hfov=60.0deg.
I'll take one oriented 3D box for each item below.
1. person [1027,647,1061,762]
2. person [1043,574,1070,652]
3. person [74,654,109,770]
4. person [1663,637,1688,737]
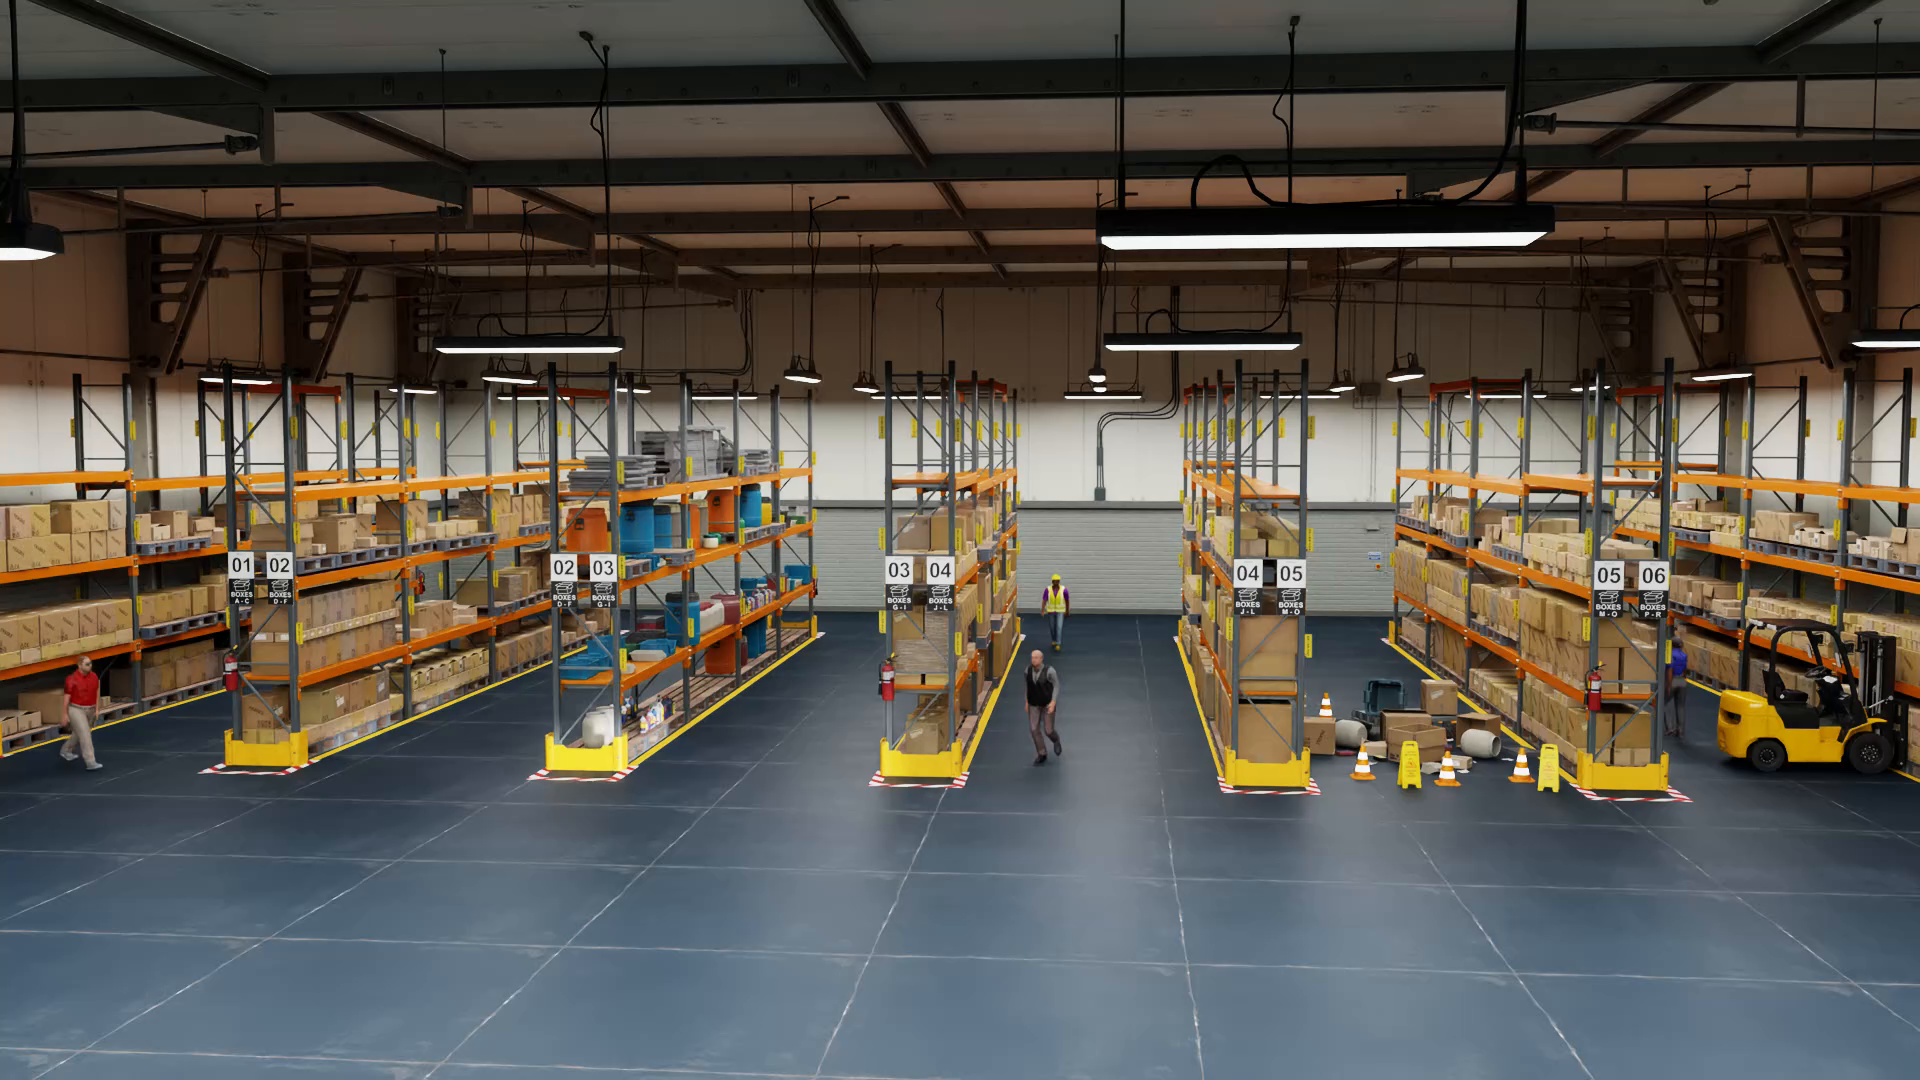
[{"bbox_3d":[1.262,2.496,25.227,0.591,1.749,0.459,4,5,43],"label":"person"},{"bbox_3d":[2.193,1.641,37.755,0.617,1.734,0.895,0,4,6],"label":"person"},{"bbox_3d":[-12.887,2.519,24.599,0.769,1.694,0.539,2,4,25],"label":"person"},{"bbox_3d":[11.653,2.404,27.119,0.416,1.662,0.633,-2,4,-26],"label":"person"}]
